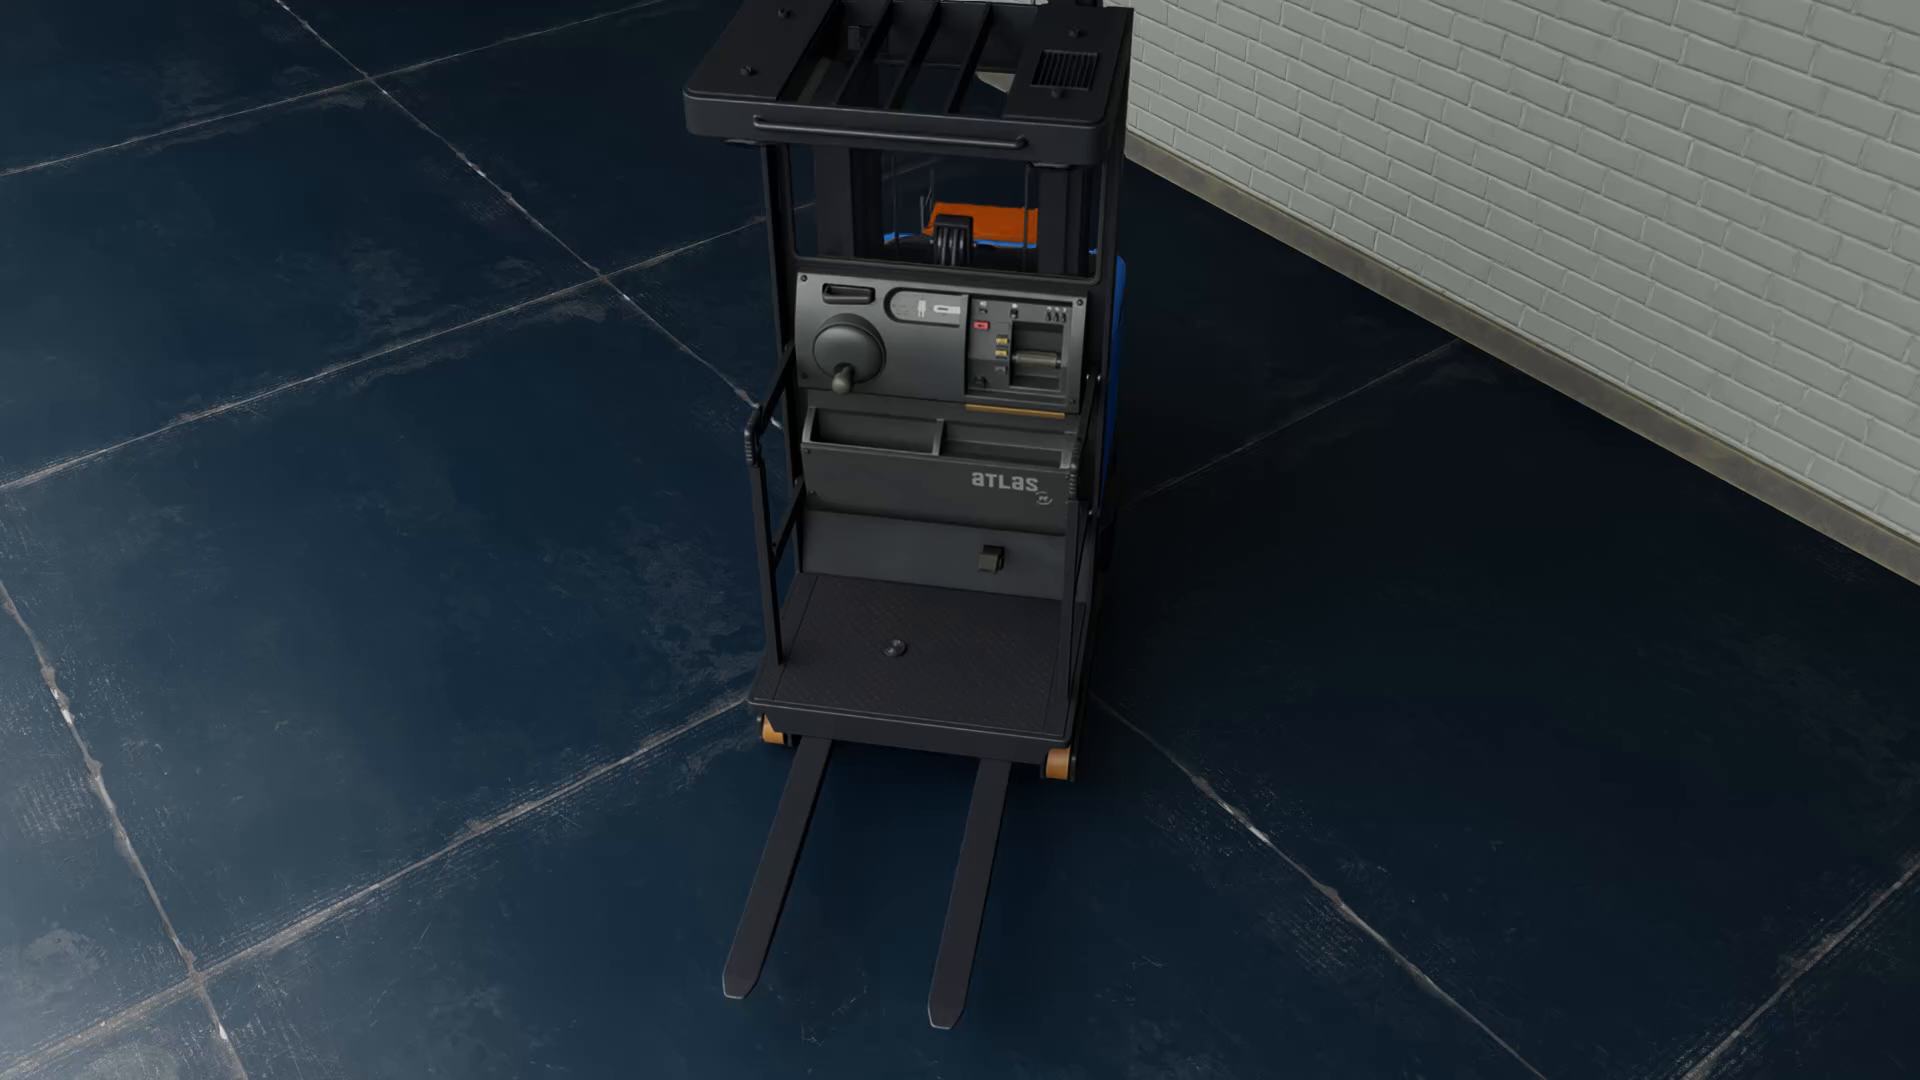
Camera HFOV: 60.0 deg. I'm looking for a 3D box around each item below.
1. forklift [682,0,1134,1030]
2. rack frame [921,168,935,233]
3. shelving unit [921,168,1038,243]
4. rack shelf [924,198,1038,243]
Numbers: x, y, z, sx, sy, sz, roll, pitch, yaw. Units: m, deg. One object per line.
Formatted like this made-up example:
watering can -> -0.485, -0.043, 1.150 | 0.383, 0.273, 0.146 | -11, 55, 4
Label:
forklift -> -0.099, -0.556, 5.117 | 1.130, 2.935, 3.031 | 6, 40, 7
rack frame -> -0.127, -0.956, 6.969 | 0.015, 1.200, 0.240 | 6, 40, 7
shelving unit -> 0.114, -0.931, 6.939 | 0.503, 1.200, 0.258 | 6, 40, 7
rack shelf -> 0.114, -1.235, 6.690 | 0.480, 0.148, 0.258 | 6, 40, 7
